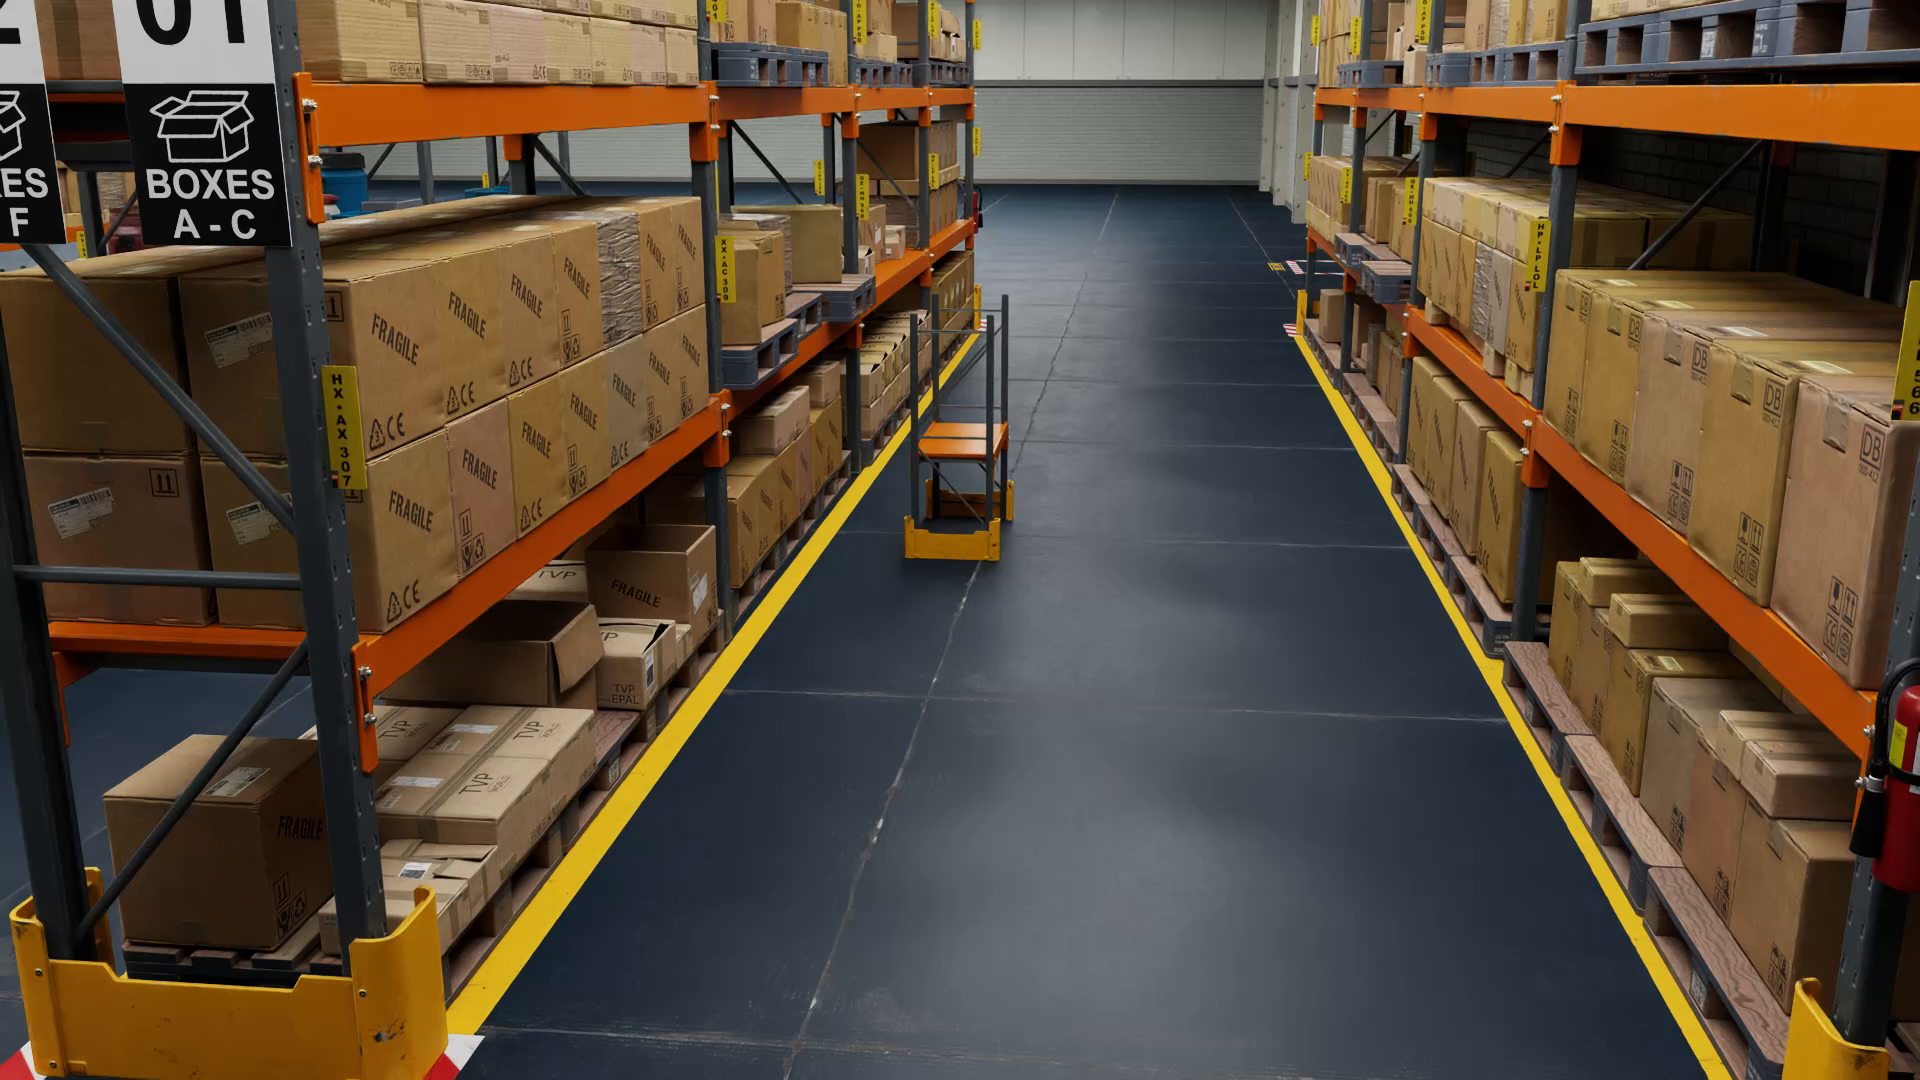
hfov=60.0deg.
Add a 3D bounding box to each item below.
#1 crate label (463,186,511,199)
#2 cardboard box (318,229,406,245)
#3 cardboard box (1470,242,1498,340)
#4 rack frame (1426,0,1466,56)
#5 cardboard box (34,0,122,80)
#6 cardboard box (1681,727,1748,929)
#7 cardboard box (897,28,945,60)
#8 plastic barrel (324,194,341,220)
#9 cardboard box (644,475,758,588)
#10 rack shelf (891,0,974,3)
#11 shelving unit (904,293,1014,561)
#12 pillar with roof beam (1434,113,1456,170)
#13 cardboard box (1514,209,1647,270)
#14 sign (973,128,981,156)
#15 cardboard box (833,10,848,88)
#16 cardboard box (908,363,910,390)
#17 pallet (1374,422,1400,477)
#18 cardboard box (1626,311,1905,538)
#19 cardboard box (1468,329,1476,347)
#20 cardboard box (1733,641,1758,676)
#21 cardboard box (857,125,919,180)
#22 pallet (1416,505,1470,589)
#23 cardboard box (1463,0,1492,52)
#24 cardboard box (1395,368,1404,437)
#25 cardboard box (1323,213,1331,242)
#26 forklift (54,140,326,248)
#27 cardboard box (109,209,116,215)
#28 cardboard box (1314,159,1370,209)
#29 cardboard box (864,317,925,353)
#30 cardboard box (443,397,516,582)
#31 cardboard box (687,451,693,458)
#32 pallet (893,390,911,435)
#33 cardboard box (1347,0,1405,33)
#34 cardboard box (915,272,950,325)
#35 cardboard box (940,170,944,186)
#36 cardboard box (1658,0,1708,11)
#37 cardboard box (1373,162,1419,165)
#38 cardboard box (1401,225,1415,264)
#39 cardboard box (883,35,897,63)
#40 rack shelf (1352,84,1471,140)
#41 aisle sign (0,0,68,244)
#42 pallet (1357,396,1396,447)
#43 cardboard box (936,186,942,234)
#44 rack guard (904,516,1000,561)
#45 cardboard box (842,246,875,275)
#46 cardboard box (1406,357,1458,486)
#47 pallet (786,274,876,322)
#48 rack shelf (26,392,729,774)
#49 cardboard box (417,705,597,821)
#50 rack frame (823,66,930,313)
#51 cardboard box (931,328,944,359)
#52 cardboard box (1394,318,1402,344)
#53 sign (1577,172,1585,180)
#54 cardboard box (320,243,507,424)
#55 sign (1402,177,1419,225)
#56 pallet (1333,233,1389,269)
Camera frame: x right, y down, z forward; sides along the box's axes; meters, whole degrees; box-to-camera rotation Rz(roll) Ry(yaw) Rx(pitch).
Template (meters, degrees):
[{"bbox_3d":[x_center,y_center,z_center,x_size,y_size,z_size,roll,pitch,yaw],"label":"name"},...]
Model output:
[{"bbox_3d":[-5.203,-3.718,18.598,0.502,0.435,0.616,2,15,6],"label":"crate label"},{"bbox_3d":[-2.261,-0.810,5.803,0.500,0.500,0.500,2,15,8],"label":"cardboard box"},{"bbox_3d":[3.140,-1.374,9.195,0.500,0.500,0.500,2,15,6],"label":"cardboard box"},{"bbox_3d":[3.677,-4.716,10.862,1.000,3.000,0.127,2,15,6],"label":"rack frame"},{"bbox_3d":[-2.352,-1.406,4.657,0.500,0.250,0.500,2,15,6],"label":"cardboard box"},{"bbox_3d":[2.810,0.945,5.405,0.700,0.500,0.500,2,15,6],"label":"cardboard box"},{"bbox_3d":[-0.414,-4.940,16.537,0.500,0.311,0.500,1,15,3],"label":"cardboard box"},{"bbox_3d":[-6.041,-2.973,15.649,0.433,0.535,0.433,0,15,0],"label":"plastic barrel"},{"bbox_3d":[-1.400,-0.051,9.051,0.500,0.500,0.500,1,15,4],"label":"cardboard box"},{"bbox_3d":[-0.568,-5.876,17.299,1.077,0.370,4.000,2,15,6],"label":"rack shelf"},{"bbox_3d":[0.009,-0.744,10.539,0.587,1.500,1.083,2,15,6],"label":"shelving unit"},{"bbox_3d":[1.083,-6.710,18.239,9.100,9.000,0.400,2,15,6],"label":"pillar with roof beam"},{"bbox_3d":[3.024,-1.474,8.132,0.500,0.250,0.500,2,15,8],"label":"cardboard box"},{"bbox_3d":[0.195,-4.693,19.600,0.100,0.325,0.005,2,15,6],"label":"sign"},{"bbox_3d":[-1.261,-3.347,11.354,0.910,0.500,0.500,2,15,6],"label":"cardboard box"},{"bbox_3d":[-0.669,-1.498,14.917,0.500,0.250,0.500,2,15,8],"label":"cardboard box"},{"bbox_3d":[3.767,-0.676,12.758,1.003,0.211,1.213,2,15,6],"label":"pallet"},{"bbox_3d":[2.988,-0.409,5.852,0.980,0.700,0.700,1,15,4],"label":"cardboard box"},{"bbox_3d":[3.248,-1.231,9.912,0.380,0.149,0.250,2,15,7],"label":"cardboard box"},{"bbox_3d":[3.109,0.405,6.158,0.380,0.149,0.250,1,15,5],"label":"cardboard box"},{"bbox_3d":[-0.750,-3.792,16.262,0.700,0.500,0.500,2,15,7],"label":"cardboard box"},{"bbox_3d":[3.373,0.044,10.094,1.003,0.211,1.213,2,15,6],"label":"pallet"},{"bbox_3d":[3.680,-3.403,10.720,0.700,0.500,0.500,1,15,2],"label":"cardboard box"},{"bbox_3d":[3.707,-1.014,12.610,0.700,0.500,0.500,2,15,7],"label":"cardboard box"},{"bbox_3d":[3.987,-3.186,16.947,0.500,0.250,0.500,2,15,6],"label":"cardboard box"},{"bbox_3d":[-4.814,-1.474,10.500,3.031,2.935,1.130,4,16,15],"label":"forklift"},{"bbox_3d":[-10.137,-3.806,19.473,0.380,0.149,0.250,2,15,6],"label":"cardboard box"},{"bbox_3d":[4.097,-3.817,17.844,0.500,0.500,0.500,1,15,4],"label":"cardboard box"},{"bbox_3d":[-0.607,-1.900,15.329,0.500,0.311,0.500,2,15,8],"label":"cardboard box"},{"bbox_3d":[-1.783,-0.179,5.387,0.500,0.500,0.500,2,15,6],"label":"cardboard box"},{"bbox_3d":[-1.805,-0.327,10.072,0.500,0.500,0.500,2,15,7],"label":"cardboard box"},{"bbox_3d":[-0.974,-1.146,14.497,1.003,0.211,1.213,2,15,6],"label":"pallet"},{"bbox_3d":[3.916,-4.984,15.454,0.500,0.500,0.500,0,15,1],"label":"cardboard box"},{"bbox_3d":[-0.382,-2.480,17.115,0.500,0.500,0.500,2,15,6],"label":"cardboard box"},{"bbox_3d":[-0.369,-3.894,17.881,0.380,0.149,0.250,1,15,5],"label":"cardboard box"},{"bbox_3d":[2.764,-1.972,5.754,0.500,0.250,0.500,1,15,5],"label":"cardboard box"},{"bbox_3d":[4.560,-3.670,17.301,0.500,0.500,0.500,2,15,7],"label":"cardboard box"},{"bbox_3d":[3.756,-2.348,12.565,0.700,0.500,0.500,0,15,1],"label":"cardboard box"},{"bbox_3d":[-0.873,-4.421,15.001,0.500,0.250,0.500,3,15,12],"label":"cardboard box"},{"bbox_3d":[3.903,-3.439,13.266,1.077,0.370,4.000,2,15,6],"label":"rack shelf"},{"bbox_3d":[-2.460,-1.136,4.136,0.394,0.787,0.004,2,15,6],"label":"aisle sign"},{"bbox_3d":[3.907,-0.992,13.925,1.003,0.211,1.213,2,15,6],"label":"pallet"},{"bbox_3d":[-0.580,-3.565,17.910,0.700,0.500,0.500,2,15,8],"label":"cardboard box"},{"bbox_3d":[-0.048,-0.011,10.225,0.587,0.250,0.087,2,15,6],"label":"rack guard"},{"bbox_3d":[-0.952,-2.148,13.029,0.500,0.311,0.500,2,15,6],"label":"cardboard box"},{"bbox_3d":[3.464,-0.798,11.180,0.750,0.750,0.750,1,15,6],"label":"cardboard box"},{"bbox_3d":[-1.252,-1.694,11.548,1.213,0.211,1.003,2,15,6],"label":"pallet"},{"bbox_3d":[-1.922,-0.061,6.520,1.077,0.370,4.000,2,15,6],"label":"rack shelf"},{"bbox_3d":[-1.692,0.833,6.259,0.500,0.250,0.500,2,15,6],"label":"cardboard box"},{"bbox_3d":[-0.794,-3.002,16.018,1.000,3.000,0.127,2,15,6],"label":"rack frame"},{"bbox_3d":[-0.440,-1.989,16.734,0.500,0.250,0.500,2,15,6],"label":"cardboard box"},{"bbox_3d":[3.961,-1.784,14.023,0.500,0.250,0.500,1,15,5],"label":"cardboard box"},{"bbox_3d":[4.229,-2.363,11.437,0.100,0.325,0.005,2,15,6],"label":"sign"},{"bbox_3d":[-1.785,-0.664,5.263,0.500,0.500,0.500,2,15,7],"label":"cardboard box"},{"bbox_3d":[3.137,-2.354,11.554,0.100,0.325,0.005,2,15,6],"label":"sign"},{"bbox_3d":[3.898,-2.571,14.790,1.003,0.211,1.213,2,15,6],"label":"pallet"}]
